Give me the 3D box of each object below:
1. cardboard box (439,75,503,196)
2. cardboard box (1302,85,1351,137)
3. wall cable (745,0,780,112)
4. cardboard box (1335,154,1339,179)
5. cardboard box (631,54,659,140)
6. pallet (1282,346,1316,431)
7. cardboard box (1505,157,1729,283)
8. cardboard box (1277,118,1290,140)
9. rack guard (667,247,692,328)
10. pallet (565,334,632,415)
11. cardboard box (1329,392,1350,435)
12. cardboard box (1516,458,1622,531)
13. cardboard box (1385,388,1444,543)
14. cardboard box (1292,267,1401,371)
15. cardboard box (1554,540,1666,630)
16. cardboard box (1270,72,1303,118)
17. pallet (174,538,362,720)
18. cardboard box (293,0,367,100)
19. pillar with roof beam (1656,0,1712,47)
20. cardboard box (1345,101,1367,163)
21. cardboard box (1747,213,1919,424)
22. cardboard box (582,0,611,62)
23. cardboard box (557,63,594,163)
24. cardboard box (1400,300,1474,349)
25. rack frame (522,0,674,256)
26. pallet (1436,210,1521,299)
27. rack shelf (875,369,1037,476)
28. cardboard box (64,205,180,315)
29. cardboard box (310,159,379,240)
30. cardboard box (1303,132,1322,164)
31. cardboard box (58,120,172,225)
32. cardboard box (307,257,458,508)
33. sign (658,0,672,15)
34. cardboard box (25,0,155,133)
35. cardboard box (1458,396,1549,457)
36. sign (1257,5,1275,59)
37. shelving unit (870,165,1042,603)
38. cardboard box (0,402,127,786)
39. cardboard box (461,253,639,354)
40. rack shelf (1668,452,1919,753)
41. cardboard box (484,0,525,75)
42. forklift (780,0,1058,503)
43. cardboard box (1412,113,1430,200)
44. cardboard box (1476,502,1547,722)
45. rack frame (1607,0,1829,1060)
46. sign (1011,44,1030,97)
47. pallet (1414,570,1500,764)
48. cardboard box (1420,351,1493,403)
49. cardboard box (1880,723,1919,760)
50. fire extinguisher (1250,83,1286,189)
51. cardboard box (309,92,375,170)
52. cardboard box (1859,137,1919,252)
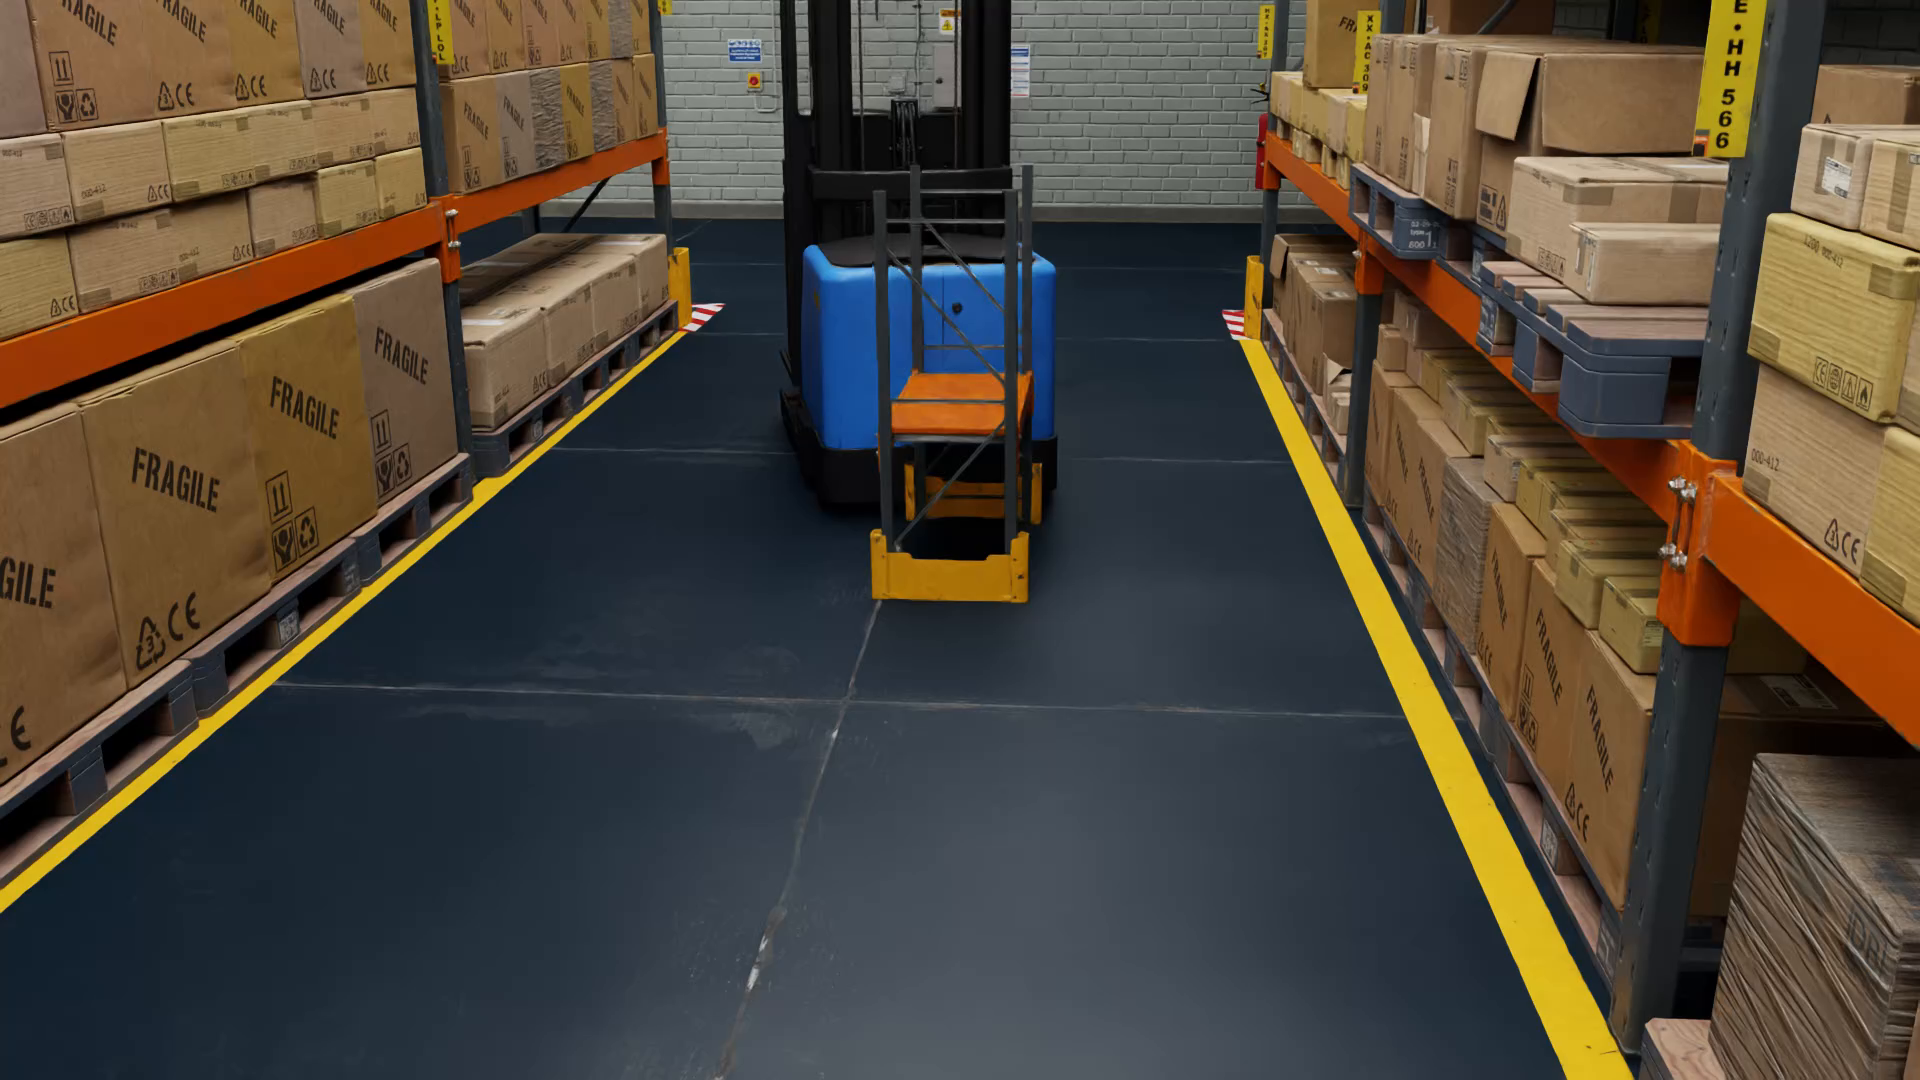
[{"bbox_3d":[-2.450,-1.866,7.641,0.500,0.500,0.500,2,18,6],"label":"cardboard box"},{"bbox_3d":[2.108,-2.274,8.807,0.500,0.250,0.500,1,18,2],"label":"cardboard box"},{"bbox_3d":[-2.077,-5.171,16.204,0.585,1.953,0.123,1,18,4],"label":"wall cable"},{"bbox_3d":[2.015,-1.798,7.997,0.380,0.149,0.250,2,18,5],"label":"cardboard box"},{"bbox_3d":[-2.229,-2.813,10.531,0.500,0.500,0.500,1,18,4],"label":"cardboard box"},{"bbox_3d":[2.341,-0.837,9.140,1.003,0.211,1.213,1,18,4],"label":"pallet"},{"bbox_3d":[1.672,-0.790,4.084,0.500,0.250,0.500,0,18,1],"label":"cardboard box"},{"bbox_3d":[2.196,-2.596,10.433,0.380,0.149,0.250,1,18,3],"label":"cardboard box"},{"bbox_3d":[-2.456,-1.741,11.433,1.175,0.500,0.348,1,18,4],"label":"rack guard"},{"bbox_3d":[-2.527,-0.968,9.539,1.003,0.211,1.213,1,18,4],"label":"pallet"},{"bbox_3d":[1.953,-0.594,7.822,0.380,0.149,0.250,1,18,2],"label":"cardboard box"},{"bbox_3d":[1.836,-0.131,4.803,0.380,0.149,0.250,1,18,3],"label":"cardboard box"},{"bbox_3d":[1.919,-0.270,6.271,0.500,0.500,0.500,1,18,3],"label":"cardboard box"},{"bbox_3d":[2.117,-1.209,9.135,0.500,0.500,0.500,2,18,5],"label":"cardboard box"},{"bbox_3d":[1.691,0.108,4.073,0.380,0.149,0.250,0,18,1],"label":"cardboard box"},{"bbox_3d":[2.192,-2.747,10.252,0.500,0.250,0.500,1,18,4],"label":"cardboard box"},{"bbox_3d":[-2.810,0.267,5.768,1.003,0.211,1.213,1,18,4],"label":"pallet"},{"bbox_3d":[-2.556,-1.896,6.127,0.500,0.500,0.500,2,18,5],"label":"cardboard box"},{"bbox_3d":[-1.139,-4.712,6.853,9.100,9.000,0.400,1,18,4],"label":"pillar with roof beam"},{"bbox_3d":[2.000,-1.803,7.372,0.500,0.250,0.500,2,18,5],"label":"cardboard box"},{"bbox_3d":[1.619,-0.362,2.647,0.500,0.250,0.500,1,18,4],"label":"cardboard box"},{"bbox_3d":[-2.302,-2.972,9.411,0.500,0.500,0.500,1,18,4],"label":"cardboard box"},{"bbox_3d":[-2.331,-2.337,9.077,0.500,0.500,0.500,2,18,6],"label":"cardboard box"},{"bbox_3d":[1.945,-0.843,6.500,0.380,0.149,0.250,0,18,1],"label":"cardboard box"},{"bbox_3d":[-2.458,-2.921,11.021,1.000,3.000,0.127,1,18,4],"label":"rack frame"},{"bbox_3d":[2.055,-0.840,4.978,1.003,0.211,1.213,1,18,4],"label":"pallet"},{"bbox_3d":[0.006,-0.476,6.518,0.538,0.185,1.000,1,18,5],"label":"rack shelf"},{"bbox_3d":[-2.683,-0.835,4.893,0.500,0.250,0.500,2,18,6],"label":"cardboard box"},{"bbox_3d":[-2.563,-1.305,6.328,0.500,0.250,0.500,1,18,3],"label":"cardboard box"},{"bbox_3d":[2.056,-2.115,8.964,0.380,0.149,0.250,2,18,5],"label":"cardboard box"},{"bbox_3d":[-2.663,-1.070,4.809,0.500,0.250,0.500,1,18,4],"label":"cardboard box"},{"bbox_3d":[-2.709,-0.675,6.902,0.875,0.875,0.875,2,18,6],"label":"cardboard box"},{"bbox_3d":[-1.918,-3.568,10.754,0.100,0.325,0.005,1,18,4],"label":"sign"},{"bbox_3d":[-2.674,-1.422,4.678,0.500,0.500,0.500,2,18,5],"label":"cardboard box"},{"bbox_3d":[1.884,-0.377,5.554,0.380,0.149,0.250,2,18,6],"label":"cardboard box"},{"bbox_3d":[1.952,-3.235,10.589,0.100,0.325,0.005,1,18,4],"label":"sign"},{"bbox_3d":[0.005,-0.650,6.472,0.587,1.500,1.083,1,18,5],"label":"shelving unit"},{"bbox_3d":[-2.899,0.161,4.353,0.875,0.875,0.875,1,18,3],"label":"cardboard box"},{"bbox_3d":[-2.463,-1.412,9.855,0.875,0.438,0.875,2,18,5],"label":"cardboard box"},{"bbox_3d":[1.776,0.636,1.320,1.077,0.370,4.000,1,18,4],"label":"rack shelf"},{"bbox_3d":[-2.427,-2.501,7.972,0.500,0.500,0.500,1,18,3],"label":"cardboard box"},{"bbox_3d":[-0.346,-1.969,8.226,1.130,2.935,3.031,-3,18,-10],"label":"forklift"},{"bbox_3d":[1.724,-1.282,5.560,0.396,0.266,0.258,2,18,7],"label":"cardboard box"},{"bbox_3d":[1.817,0.207,4.813,0.500,0.500,0.500,2,18,6],"label":"cardboard box"},{"bbox_3d":[1.920,-0.327,3.104,1.000,3.000,0.127,1,18,4],"label":"rack frame"},{"bbox_3d":[0.515,-4.589,16.264,0.329,0.494,0.001,1,18,4],"label":"sign"},{"bbox_3d":[2.101,0.389,5.397,1.003,0.211,1.213,1,18,4],"label":"pallet"},{"bbox_3d":[1.966,-0.616,6.284,0.380,0.149,0.250,0,18,1],"label":"cardboard box"},{"bbox_3d":[2.229,0.537,3.808,0.500,0.500,0.500,2,18,6],"label":"cardboard box"},{"bbox_3d":[2.043,-2.654,10.928,0.296,0.674,0.183,1,18,4],"label":"fire extinguisher"},{"bbox_3d":[-2.562,-1.548,6.267,0.500,0.250,0.500,2,18,5],"label":"cardboard box"},{"bbox_3d":[1.585,-0.508,2.452,0.380,0.149,0.250,2,18,5],"label":"cardboard box"}]
